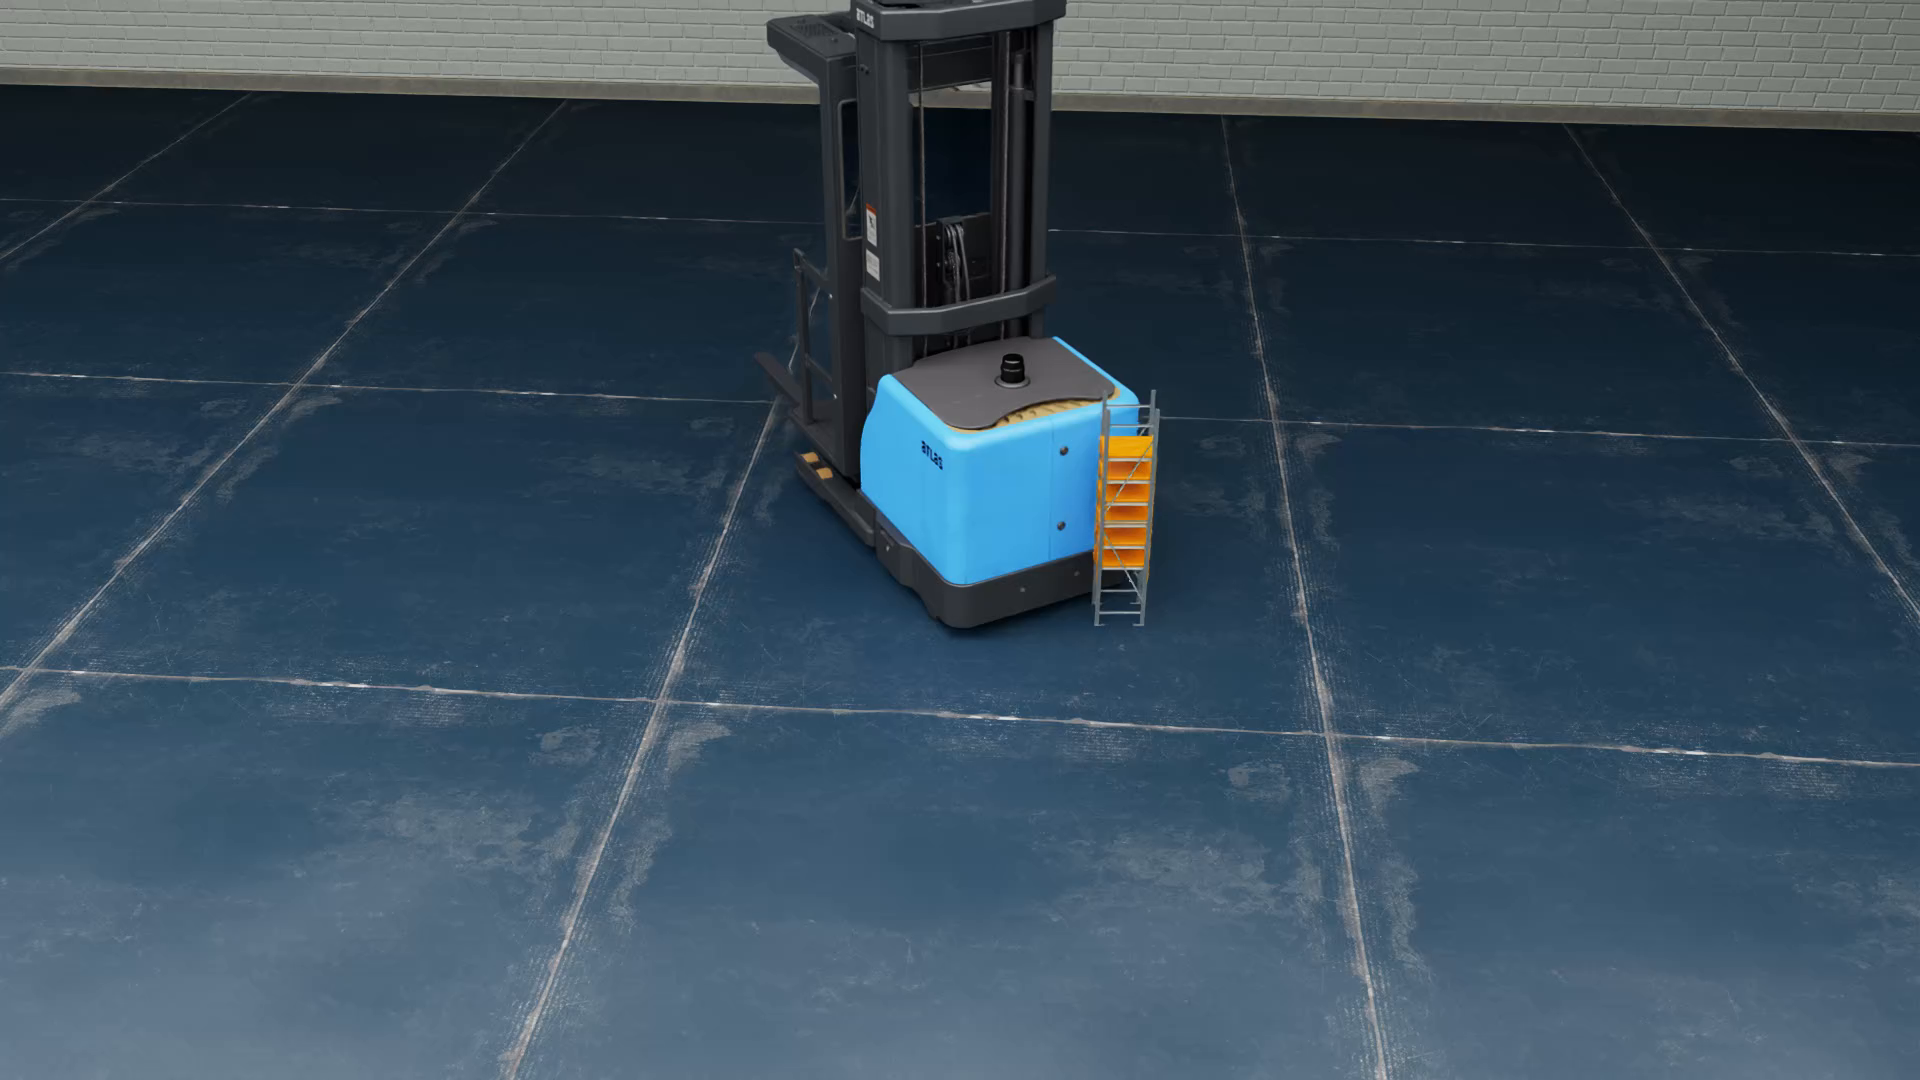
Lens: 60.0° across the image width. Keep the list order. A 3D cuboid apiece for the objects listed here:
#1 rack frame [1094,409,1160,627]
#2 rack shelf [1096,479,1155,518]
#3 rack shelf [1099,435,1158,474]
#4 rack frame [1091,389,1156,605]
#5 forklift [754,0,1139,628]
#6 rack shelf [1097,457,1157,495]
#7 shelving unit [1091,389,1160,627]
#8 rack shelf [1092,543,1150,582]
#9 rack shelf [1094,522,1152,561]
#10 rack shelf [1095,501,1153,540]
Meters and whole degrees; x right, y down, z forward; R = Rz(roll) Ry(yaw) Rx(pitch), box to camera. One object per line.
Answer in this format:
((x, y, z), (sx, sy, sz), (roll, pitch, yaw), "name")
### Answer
((0.772, -0.082, 7.739), (0.240, 1.200, 0.006), (0, 33, 0), "rack frame")
((0.771, -0.195, 7.774), (0.258, 0.103, 0.180), (0, 33, 0), "rack shelf")
((0.771, -0.395, 7.642), (0.258, 0.103, 0.180), (0, 33, 0), "rack shelf")
((0.770, -0.182, 7.892), (0.240, 1.200, 0.006), (0, 33, 0), "rack frame")
((-0.266, -1.577, 8.514), (1.130, 2.935, 3.031), (-15, 35, -23), "forklift")
((0.771, -0.295, 7.708), (0.258, 0.103, 0.180), (0, 33, 0), "rack shelf")
((0.771, -0.132, 7.815), (0.258, 1.200, 0.189), (0, 33, 0), "shelving unit")
((0.771, 0.105, 7.972), (0.258, 0.103, 0.180), (0, 33, 0), "rack shelf")
((0.771, 0.005, 7.906), (0.258, 0.103, 0.180), (0, 33, 0), "rack shelf")
((0.771, -0.095, 7.840), (0.258, 0.103, 0.180), (0, 33, 0), "rack shelf")
